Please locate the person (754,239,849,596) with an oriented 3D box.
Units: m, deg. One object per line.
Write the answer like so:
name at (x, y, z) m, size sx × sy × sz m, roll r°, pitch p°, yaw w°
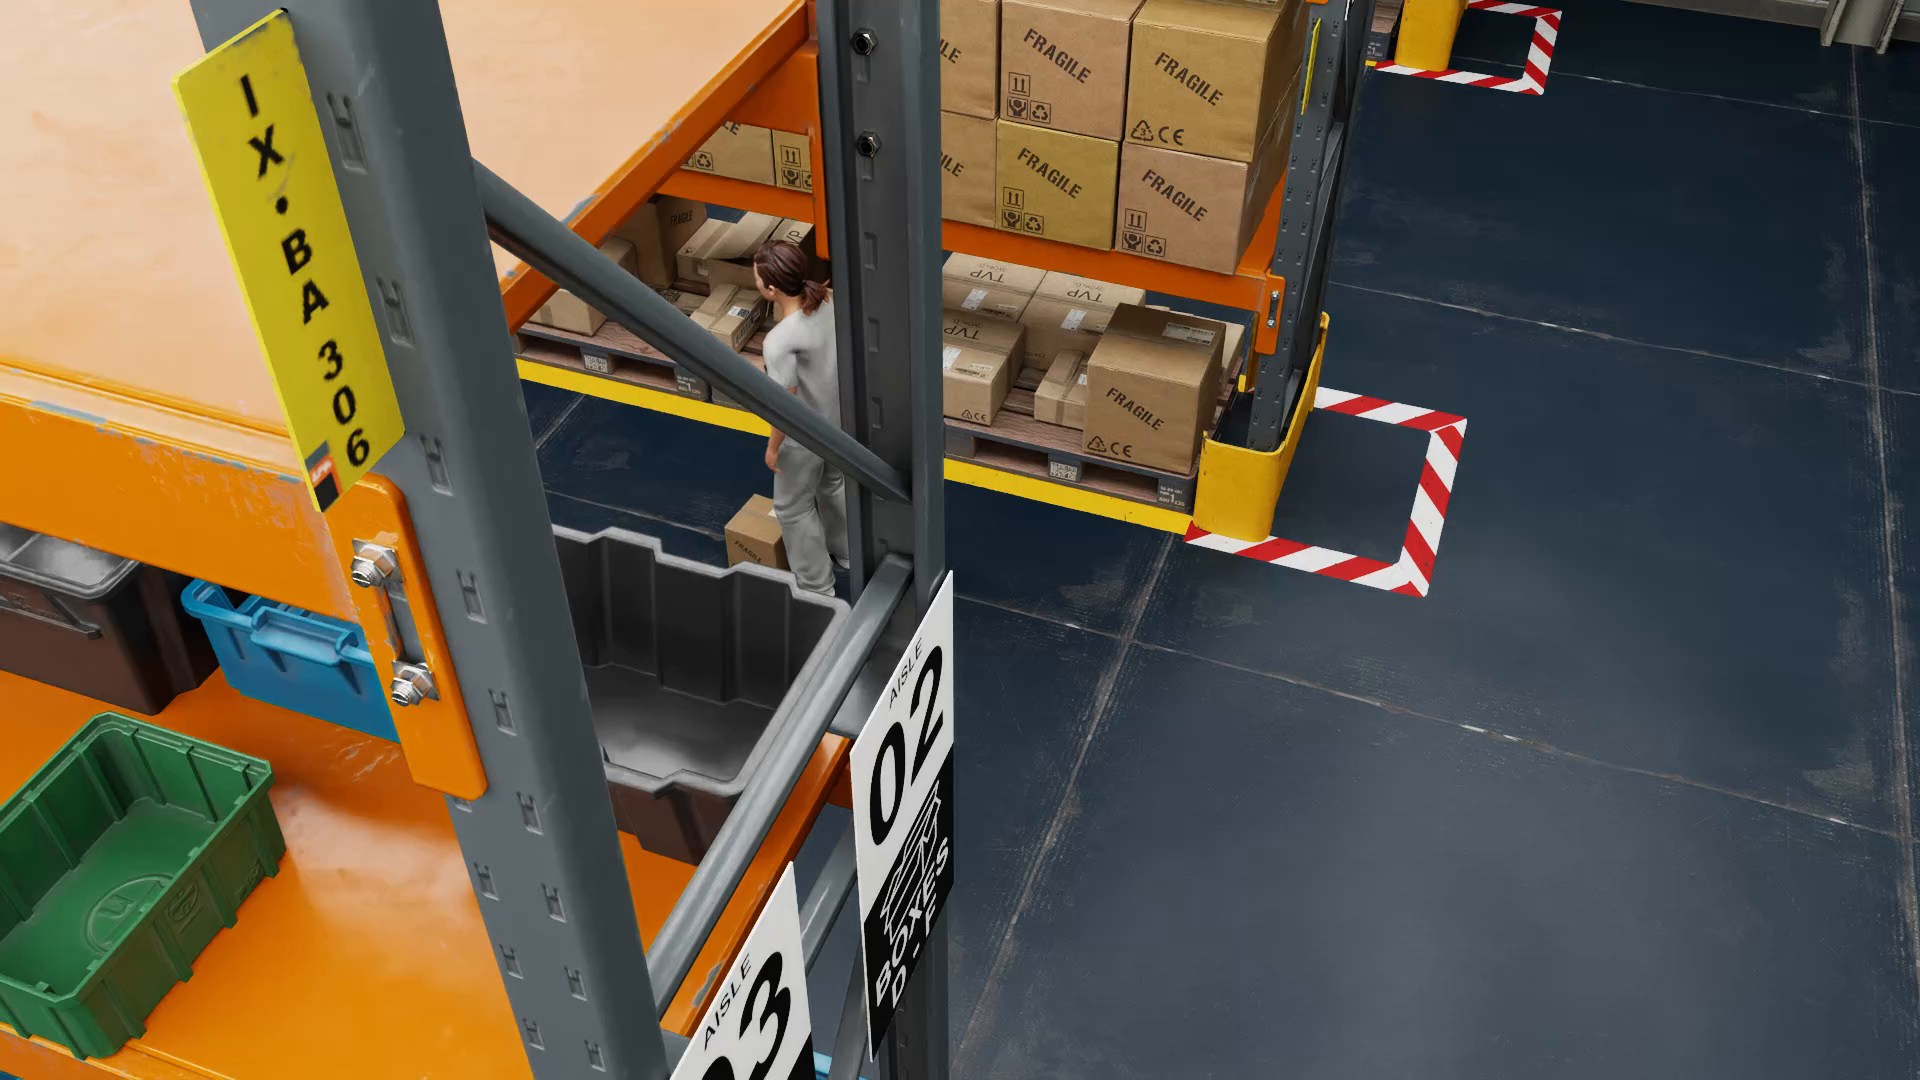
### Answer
person at (-0.619, -0.463, 6.681) m, size 0.353 × 1.673 × 0.485 m, roll 19°, pitch 45°, yaw 21°
